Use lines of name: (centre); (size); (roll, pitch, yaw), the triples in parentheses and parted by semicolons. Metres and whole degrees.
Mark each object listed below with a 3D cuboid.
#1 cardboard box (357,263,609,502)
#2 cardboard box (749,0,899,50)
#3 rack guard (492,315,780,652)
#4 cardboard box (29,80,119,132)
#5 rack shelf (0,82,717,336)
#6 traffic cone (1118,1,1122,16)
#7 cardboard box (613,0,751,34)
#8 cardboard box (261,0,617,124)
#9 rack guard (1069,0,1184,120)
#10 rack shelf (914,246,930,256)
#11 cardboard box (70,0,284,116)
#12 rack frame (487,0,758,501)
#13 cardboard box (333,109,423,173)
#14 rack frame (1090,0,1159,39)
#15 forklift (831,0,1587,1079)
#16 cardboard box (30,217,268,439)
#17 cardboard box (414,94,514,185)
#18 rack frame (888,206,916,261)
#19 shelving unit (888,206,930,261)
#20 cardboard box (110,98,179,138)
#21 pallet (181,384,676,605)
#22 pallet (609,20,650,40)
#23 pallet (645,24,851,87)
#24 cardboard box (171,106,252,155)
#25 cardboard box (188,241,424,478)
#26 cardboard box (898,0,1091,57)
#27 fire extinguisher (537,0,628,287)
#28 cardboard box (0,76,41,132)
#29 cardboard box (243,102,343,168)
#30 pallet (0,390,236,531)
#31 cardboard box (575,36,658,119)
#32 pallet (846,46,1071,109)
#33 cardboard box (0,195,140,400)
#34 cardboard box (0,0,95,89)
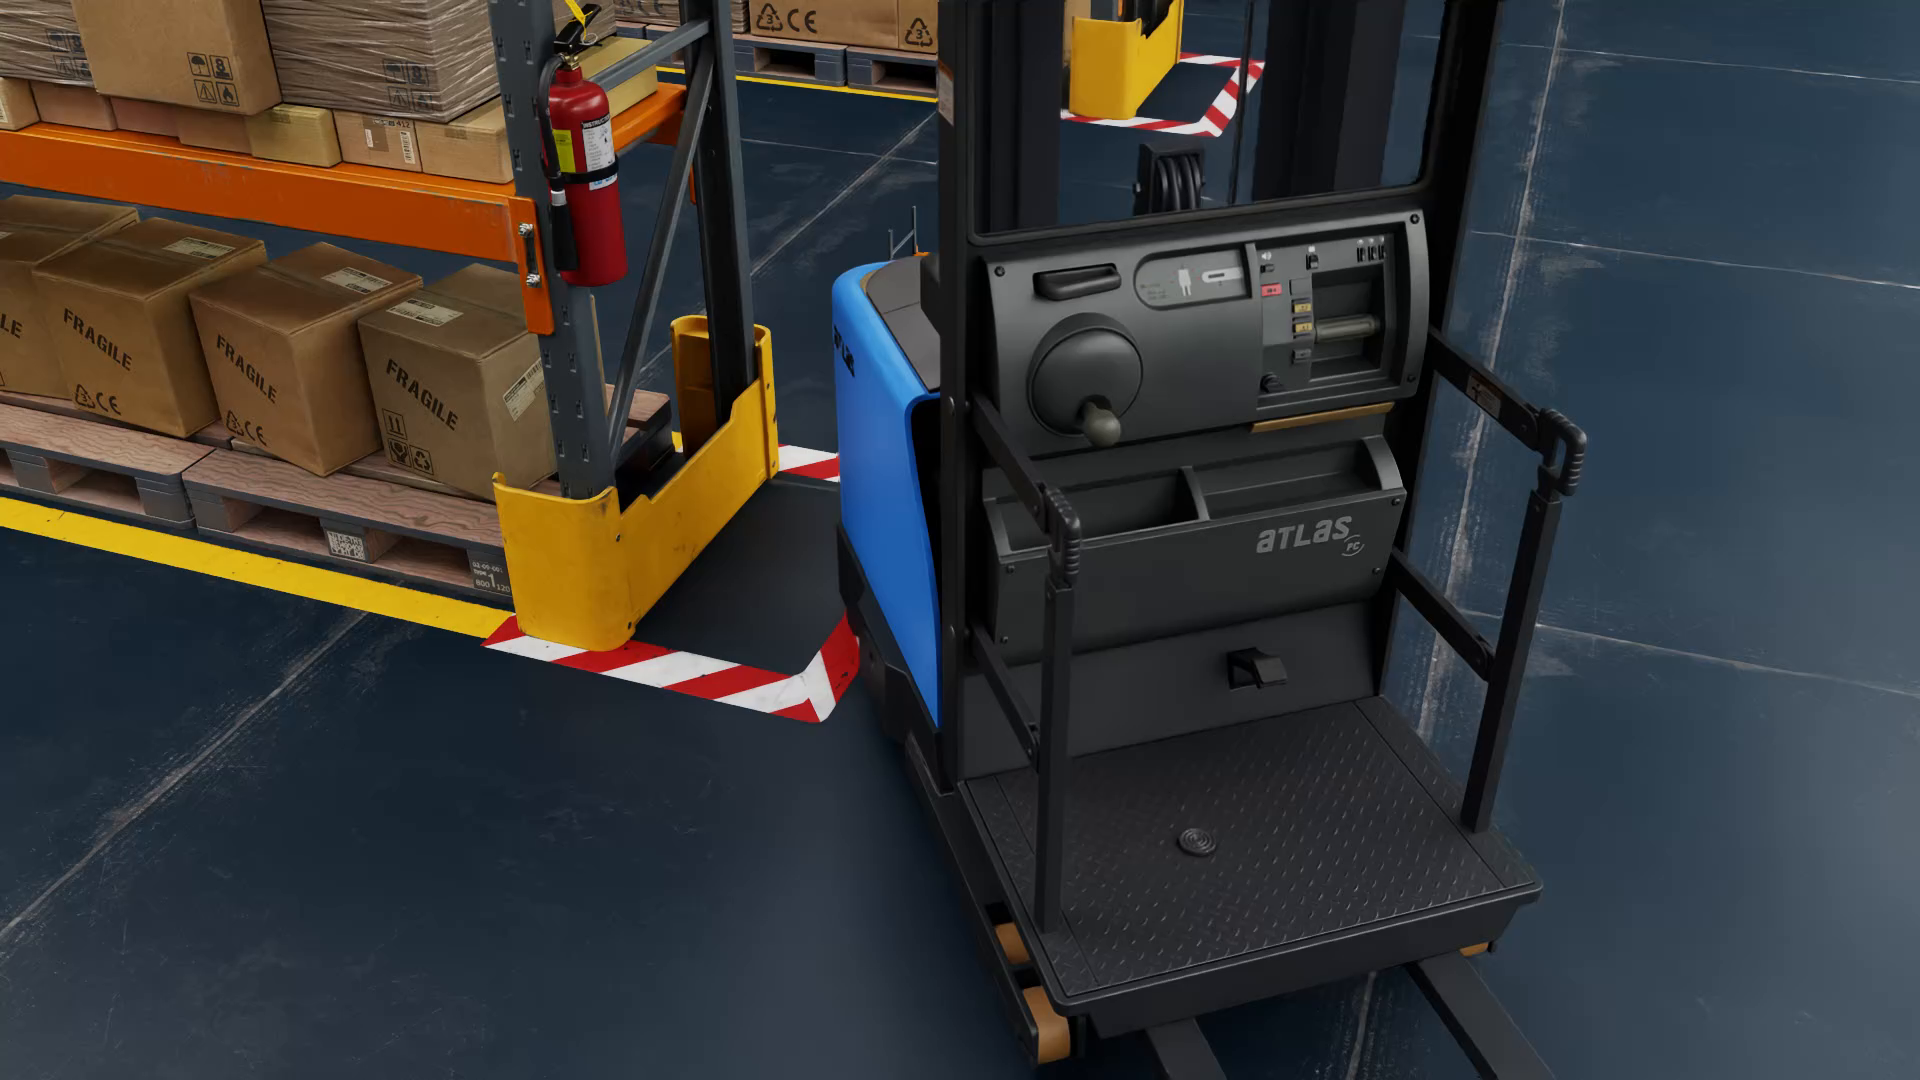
cardboard box: (-1.462, -0.495, 5.169); (0.500, 0.500, 0.500); (18, 37, 25)
cardboard box: (-0.601, -3.295, 9.159); (0.875, 0.875, 0.875); (10, 34, 16)
rack guard: (-0.952, -0.210, 5.115); (0.348, 0.500, 1.175); (11, 34, 16)
cardboard box: (-2.400, -1.308, 4.742); (0.250, 0.149, 0.380); (11, 34, 16)
rack shelf: (-2.763, -1.310, 5.177); (4.000, 0.370, 1.077); (11, 34, 16)
traffic cone: (0.867, -3.517, 10.271); (0.334, 0.463, 0.336); (11, 34, 16)
cardboard box: (-1.459, -3.462, 9.419); (0.875, 0.875, 0.875); (11, 35, 17)
cardboard box: (-1.389, -1.528, 4.485); (0.500, 0.500, 0.875); (11, 34, 16)
rack guard: (0.911, -2.706, 8.980); (0.348, 0.500, 1.175); (11, 34, 16)
rack shelf: (-0.050, -0.680, 4.832); (0.240, 0.259, 0.215); (11, 34, 16)
cardboard box: (-1.900, -1.558, 4.532); (0.500, 0.500, 0.875); (11, 34, 16)
rack frame: (-0.880, -1.246, 4.415); (0.127, 3.000, 1.000); (11, 34, 16)
cardboard box: (-1.453, -1.134, 4.472); (0.250, 0.149, 0.380); (11, 34, 16)
rack frame: (0.888, -3.761, 8.309); (0.127, 3.000, 1.000); (11, 34, 16)
forklift: (0.568, -0.366, 3.115); (1.130, 2.935, 3.031); (-10, 34, -14)
cardboard box: (-2.620, -0.712, 5.504); (0.500, 0.500, 0.500); (14, 35, 21)
cardboard box: (-1.218, -1.088, 4.401); (0.250, 0.149, 0.380); (11, 34, 16)
rack frame: (-0.165, -0.473, 5.015); (0.008, 1.050, 0.200); (11, 34, 16)
shelving unit: (-0.050, -0.451, 4.980); (0.252, 1.050, 0.215); (11, 34, 16)
cardboard box: (-2.157, -1.274, 4.689); (0.250, 0.149, 0.380); (11, 34, 16)
pallet: (-1.705, -0.256, 5.451); (1.213, 0.211, 1.003); (11, 34, 16)
pallet: (-2.188, -3.142, 9.922); (1.213, 0.211, 1.003); (11, 34, 16)
pallet: (-1.035, -2.920, 9.577); (1.213, 0.211, 1.003); (11, 34, 16)
cardboard box: (-1.936, -1.207, 4.585); (0.250, 0.149, 0.380); (11, 34, 16)
cardboard box: (-2.037, -0.587, 5.312); (0.500, 0.500, 0.500); (21, 38, 29)
cardboard box: (0.228, -3.135, 8.911); (0.875, 0.875, 0.875); (11, 35, 17)
fire extinguisher: (-0.928, -0.958, 4.039); (0.183, 0.674, 0.296); (11, 34, 16)
cardboard box: (-2.666, -1.308, 4.743); (0.250, 0.149, 0.380); (11, 34, 16)
cardboard box: (-1.706, -1.153, 4.502); (0.250, 0.149, 0.380); (11, 34, 16)
pallet: (-2.849, -0.480, 5.798); (1.213, 0.211, 1.003); (11, 34, 16)
cardboard box: (-1.068, -1.315, 4.752); (0.250, 0.149, 0.380); (11, 34, 16)
pallet: (0.109, -2.695, 9.230); (1.213, 0.211, 1.003); (11, 34, 16)
cardboard box: (-3.130, -0.837, 5.698); (0.500, 0.500, 0.500); (8, 34, 12)
cardboard box: (-2.356, -1.672, 4.708); (0.500, 0.500, 0.875); (11, 34, 16)
